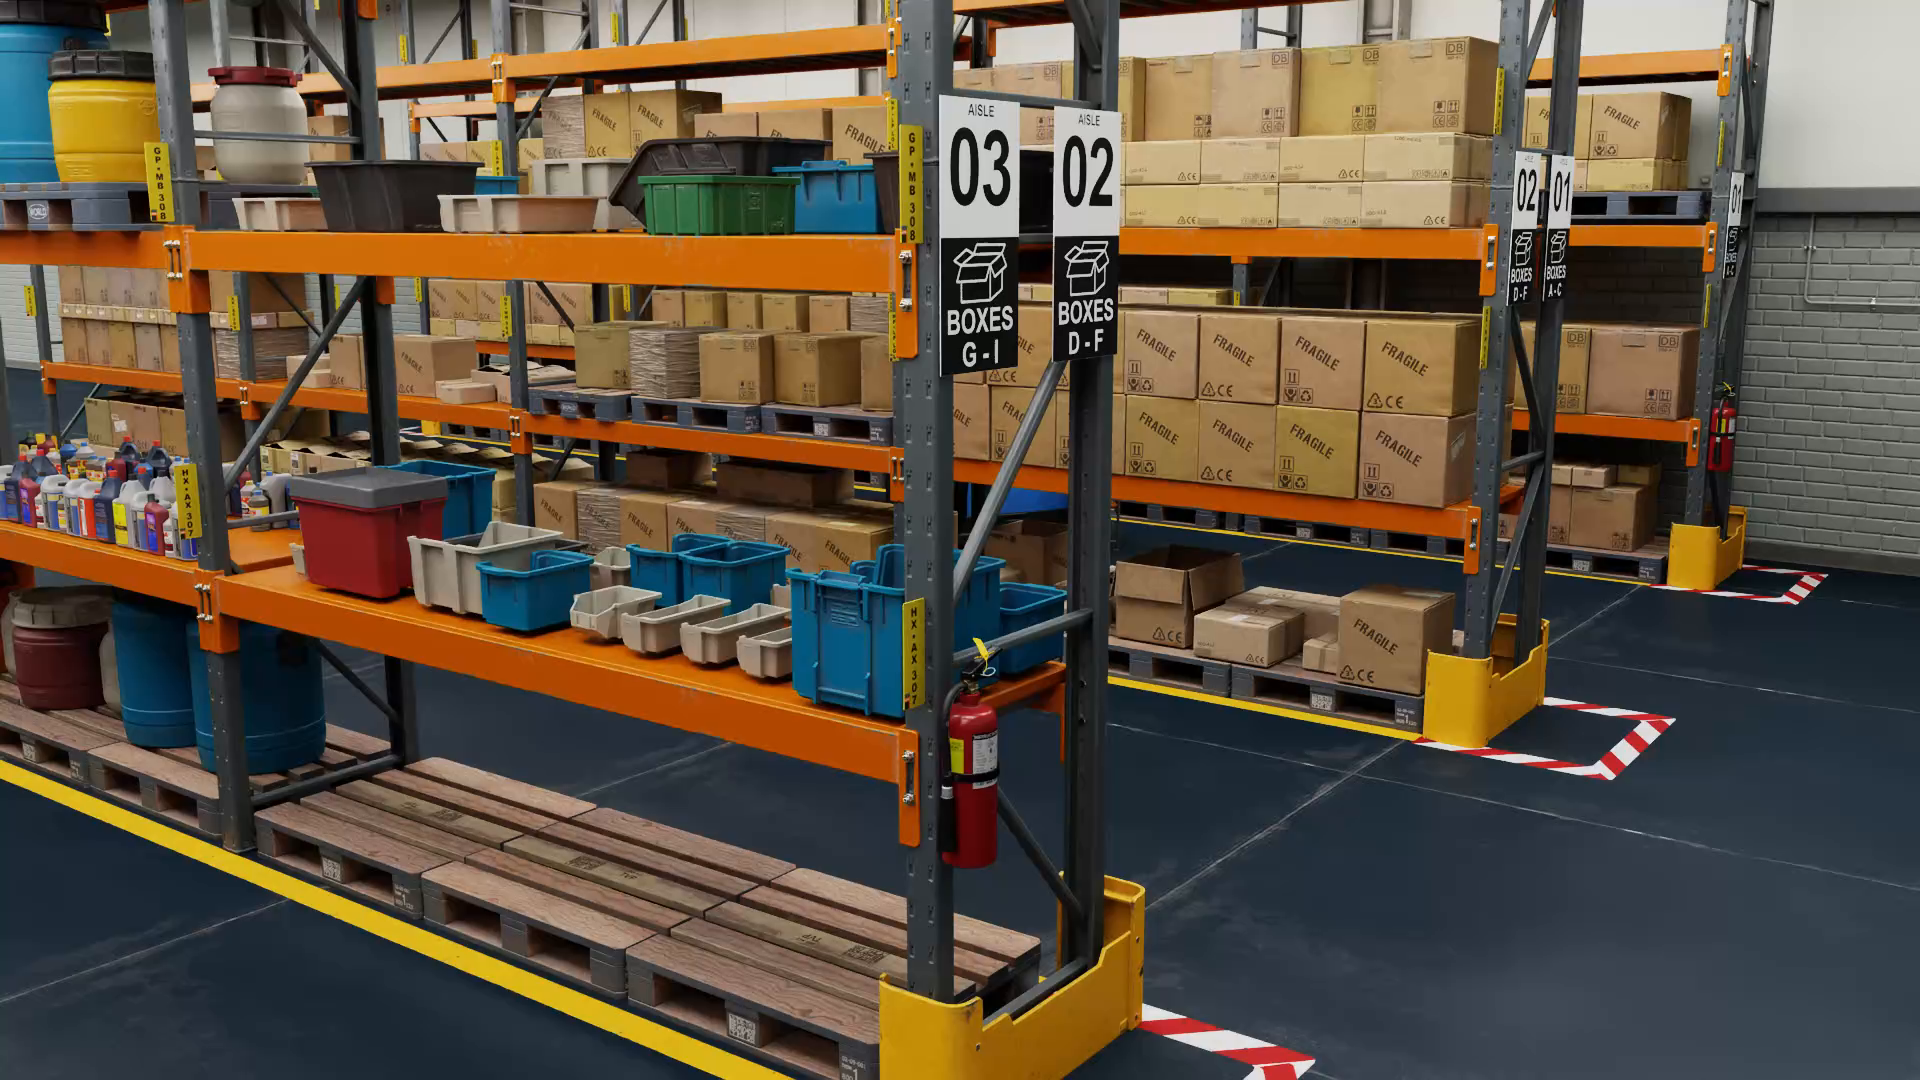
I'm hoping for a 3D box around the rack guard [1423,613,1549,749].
[{"bbox_3d":[3.049,0.795,9.606,0.348,0.500,1.175,8,13,36],"label":"rack guard"}]

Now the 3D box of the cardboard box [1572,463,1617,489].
[{"bbox_3d":[5.205,-0.530,13.641,0.250,0.149,0.380,8,13,35],"label":"cardboard box"}]

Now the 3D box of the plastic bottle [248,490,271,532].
[{"bbox_3d":[-3.550,-0.149,8.424,0.097,0.201,0.097,0,11,0],"label":"plastic bottle"}]

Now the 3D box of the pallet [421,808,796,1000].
[{"bbox_3d":[-1.445,1.467,6.891,1.213,0.211,1.003,8,13,36],"label":"pallet"}]

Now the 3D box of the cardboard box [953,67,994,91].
[{"bbox_3d":[0.301,-2.838,11.008,0.500,0.500,0.700,8,13,36],"label":"cardboard box"}]

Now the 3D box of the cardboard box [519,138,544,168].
[{"bbox_3d":[-5.072,-4.686,20.511,0.500,0.500,0.500,7,13,34],"label":"cardboard box"}]

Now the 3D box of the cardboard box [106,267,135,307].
[{"bbox_3d":[-8.540,-2.734,17.584,0.500,0.500,0.700,8,14,36],"label":"cardboard box"}]

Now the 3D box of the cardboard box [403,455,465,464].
[{"bbox_3d":[-4.733,-0.591,14.844,0.500,0.311,0.500,8,13,35],"label":"cardboard box"}]

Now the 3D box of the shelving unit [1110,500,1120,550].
[{"bbox_3d":[1.218,-0.542,14.672,0.258,1.200,0.503,-3,11,-13],"label":"shelving unit"}]

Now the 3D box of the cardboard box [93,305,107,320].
[{"bbox_3d":[-8.980,-2.427,17.708,0.250,0.149,0.380,8,13,35],"label":"cardboard box"}]

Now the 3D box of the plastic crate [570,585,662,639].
[{"bbox_3d":[-1.302,0.277,6.237,0.250,0.136,0.298,8,13,36],"label":"plastic crate"}]

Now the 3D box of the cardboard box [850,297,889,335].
[{"bbox_3d":[-0.793,-2.399,18.110,0.500,0.500,0.700,6,13,29],"label":"cardboard box"}]

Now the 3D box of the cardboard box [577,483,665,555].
[{"bbox_3d":[-2.714,-0.159,13.379,0.500,0.500,0.500,7,13,33],"label":"cardboard box"}]

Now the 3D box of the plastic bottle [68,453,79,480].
[{"bbox_3d":[-5.190,-0.413,9.792,0.097,0.201,0.097,0,11,0],"label":"plastic bottle"}]

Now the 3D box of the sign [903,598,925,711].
[{"bbox_3d":[-0.137,0.340,4.947,0.005,0.325,0.100,8,13,36],"label":"sign"}]

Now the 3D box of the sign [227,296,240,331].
[{"bbox_3d":[-6.889,-2.152,15.769,0.005,0.325,0.100,8,13,36],"label":"sign"}]

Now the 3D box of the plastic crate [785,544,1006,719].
[{"bbox_3d":[-0.205,0.278,5.445,0.499,0.435,0.616,8,13,36],"label":"plastic crate"}]

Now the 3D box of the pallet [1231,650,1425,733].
[{"bbox_3d":[2.406,0.847,10.096,1.213,0.211,1.003,8,13,36],"label":"pallet"}]

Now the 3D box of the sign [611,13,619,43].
[{"bbox_3d":[-3.968,-5.894,19.136,0.005,0.325,0.100,8,13,36],"label":"sign"}]

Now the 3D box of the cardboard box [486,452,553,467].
[{"bbox_3d":[-4.014,-0.617,14.977,0.500,0.311,0.500,8,13,34],"label":"cardboard box"}]

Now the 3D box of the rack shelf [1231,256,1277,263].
[{"bbox_3d":[1.204,-2.977,16.517,4.000,0.370,1.077,8,13,36],"label":"rack shelf"}]

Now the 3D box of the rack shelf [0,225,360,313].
[{"bbox_3d":[-4.660,-1.460,8.677,4.000,0.370,1.077,8,13,36],"label":"rack shelf"}]

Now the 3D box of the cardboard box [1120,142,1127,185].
[{"bbox_3d":[0.932,-2.312,10.263,0.500,0.250,0.500,8,13,36],"label":"cardboard box"}]

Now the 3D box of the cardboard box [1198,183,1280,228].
[{"bbox_3d":[1.733,-1.953,9.723,0.500,0.250,0.500,8,13,36],"label":"cardboard box"}]

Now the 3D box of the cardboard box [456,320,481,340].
[{"bbox_3d":[-6.224,-2.758,21.732,0.500,0.250,0.500,7,13,34],"label":"cardboard box"}]

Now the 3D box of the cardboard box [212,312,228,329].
[{"bbox_3d":[-7.106,-2.167,16.361,0.250,0.149,0.380,8,13,34],"label":"cardboard box"}]

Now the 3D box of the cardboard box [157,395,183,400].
[{"bbox_3d":[-8.362,-1.322,18.127,0.500,0.500,0.500,8,13,36],"label":"cardboard box"}]

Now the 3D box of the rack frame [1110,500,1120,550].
[{"bbox_3d":[1.276,-0.497,14.439,0.240,1.200,0.015,-3,11,-13],"label":"rack frame"}]

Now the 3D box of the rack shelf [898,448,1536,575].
[{"bbox_3d":[1.499,-0.296,10.555,4.000,0.370,1.077,8,13,36],"label":"rack shelf"}]

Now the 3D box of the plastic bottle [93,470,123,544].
[{"bbox_3d":[-4.132,-0.166,8.119,0.185,0.351,0.144,8,13,36],"label":"plastic bottle"}]

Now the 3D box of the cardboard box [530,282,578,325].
[{"bbox_3d":[-5.002,-2.956,20.778,0.500,0.500,0.500,7,13,34],"label":"cardboard box"}]

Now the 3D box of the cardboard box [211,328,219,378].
[{"bbox_3d":[-7.352,-1.930,16.843,0.500,0.500,0.700,8,13,35],"label":"cardboard box"}]

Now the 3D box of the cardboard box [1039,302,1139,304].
[{"bbox_3d":[0.862,-1.339,11.160,0.500,0.500,0.500,8,13,34],"label":"cardboard box"}]

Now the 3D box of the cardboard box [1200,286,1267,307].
[{"bbox_3d":[2.599,-2.297,15.934,0.500,0.250,0.500,8,14,37],"label":"cardboard box"}]

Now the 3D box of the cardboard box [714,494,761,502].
[{"bbox_3d":[-1.601,-0.127,13.211,0.500,0.500,0.500,7,13,33],"label":"cardboard box"}]

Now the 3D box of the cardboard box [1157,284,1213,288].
[{"bbox_3d":[2.174,-2.355,16.233,0.500,0.250,0.500,8,14,36],"label":"cardboard box"}]

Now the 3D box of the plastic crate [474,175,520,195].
[{"bbox_3d":[-2.126,-1.453,7.186,0.300,0.233,0.416,8,13,36],"label":"plastic crate"}]

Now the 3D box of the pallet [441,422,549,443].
[{"bbox_3d":[-6.161,-1.507,22.266,1.213,0.211,1.003,8,13,36],"label":"pallet"}]

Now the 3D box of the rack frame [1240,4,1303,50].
[{"bbox_3d":[2.816,-4.578,15.002,0.127,3.000,1.000,8,13,36],"label":"rack frame"}]

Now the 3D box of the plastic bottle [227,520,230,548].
[{"bbox_3d":[-3.499,-0.034,7.833,0.097,0.201,0.097,0,11,0],"label":"plastic bottle"}]

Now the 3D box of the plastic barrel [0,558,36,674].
[{"bbox_3d":[-5.868,0.346,9.952,0.708,0.830,0.600,8,13,36],"label":"plastic barrel"}]

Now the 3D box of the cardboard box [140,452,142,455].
[{"bbox_3d":[-8.277,-0.816,17.483,0.500,0.250,0.500,8,13,36],"label":"cardboard box"}]

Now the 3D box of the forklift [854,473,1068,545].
[{"bbox_3d":[-0.566,-1.389,14.494,3.031,2.935,1.130,-5,12,-24],"label":"forklift"}]

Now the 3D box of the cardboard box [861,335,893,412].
[{"bbox_3d":[-0.363,-1.217,12.052,0.500,0.500,0.700,3,11,16],"label":"cardboard box"}]

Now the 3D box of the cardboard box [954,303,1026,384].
[{"bbox_3d":[0.100,-1.318,11.048,0.500,0.500,0.500,8,14,37],"label":"cardboard box"}]

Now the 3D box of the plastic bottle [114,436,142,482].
[{"bbox_3d":[-4.669,-0.409,9.374,0.185,0.351,0.144,8,13,36],"label":"plastic bottle"}]

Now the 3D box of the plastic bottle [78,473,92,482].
[{"bbox_3d":[-4.495,-0.208,8.545,0.097,0.271,0.097,0,11,0],"label":"plastic bottle"}]

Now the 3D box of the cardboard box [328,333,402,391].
[{"bbox_3d":[-5.528,-1.674,15.524,0.500,0.500,0.500,9,14,40],"label":"cardboard box"}]

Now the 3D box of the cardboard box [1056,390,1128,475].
[{"bbox_3d":[0.953,-0.710,10.540,0.500,0.500,0.500,8,13,35],"label":"cardboard box"}]

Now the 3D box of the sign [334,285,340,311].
[{"bbox_3d":[-6.248,-2.387,16.631,0.005,0.325,0.100,8,13,36],"label":"sign"}]

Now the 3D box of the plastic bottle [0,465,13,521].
[{"bbox_3d":[-4.997,-0.251,8.755,0.135,0.276,0.152,8,13,36],"label":"plastic bottle"}]

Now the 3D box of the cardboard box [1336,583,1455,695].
[{"bbox_3d":[2.527,0.564,9.641,0.500,0.500,0.500,8,13,36],"label":"cardboard box"}]

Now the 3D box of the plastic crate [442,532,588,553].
[{"bbox_3d":[-1.987,0.074,7.314,0.590,0.125,0.437,8,13,36],"label":"plastic crate"}]

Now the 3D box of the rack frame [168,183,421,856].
[{"bbox_3d":[-3.048,-0.116,7.732,0.127,3.000,1.000,8,13,36],"label":"rack frame"}]

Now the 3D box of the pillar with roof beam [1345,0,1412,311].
[{"bbox_3d":[1.344,-3.973,11.873,0.400,9.000,9.100,8,13,36],"label":"pillar with roof beam"}]
